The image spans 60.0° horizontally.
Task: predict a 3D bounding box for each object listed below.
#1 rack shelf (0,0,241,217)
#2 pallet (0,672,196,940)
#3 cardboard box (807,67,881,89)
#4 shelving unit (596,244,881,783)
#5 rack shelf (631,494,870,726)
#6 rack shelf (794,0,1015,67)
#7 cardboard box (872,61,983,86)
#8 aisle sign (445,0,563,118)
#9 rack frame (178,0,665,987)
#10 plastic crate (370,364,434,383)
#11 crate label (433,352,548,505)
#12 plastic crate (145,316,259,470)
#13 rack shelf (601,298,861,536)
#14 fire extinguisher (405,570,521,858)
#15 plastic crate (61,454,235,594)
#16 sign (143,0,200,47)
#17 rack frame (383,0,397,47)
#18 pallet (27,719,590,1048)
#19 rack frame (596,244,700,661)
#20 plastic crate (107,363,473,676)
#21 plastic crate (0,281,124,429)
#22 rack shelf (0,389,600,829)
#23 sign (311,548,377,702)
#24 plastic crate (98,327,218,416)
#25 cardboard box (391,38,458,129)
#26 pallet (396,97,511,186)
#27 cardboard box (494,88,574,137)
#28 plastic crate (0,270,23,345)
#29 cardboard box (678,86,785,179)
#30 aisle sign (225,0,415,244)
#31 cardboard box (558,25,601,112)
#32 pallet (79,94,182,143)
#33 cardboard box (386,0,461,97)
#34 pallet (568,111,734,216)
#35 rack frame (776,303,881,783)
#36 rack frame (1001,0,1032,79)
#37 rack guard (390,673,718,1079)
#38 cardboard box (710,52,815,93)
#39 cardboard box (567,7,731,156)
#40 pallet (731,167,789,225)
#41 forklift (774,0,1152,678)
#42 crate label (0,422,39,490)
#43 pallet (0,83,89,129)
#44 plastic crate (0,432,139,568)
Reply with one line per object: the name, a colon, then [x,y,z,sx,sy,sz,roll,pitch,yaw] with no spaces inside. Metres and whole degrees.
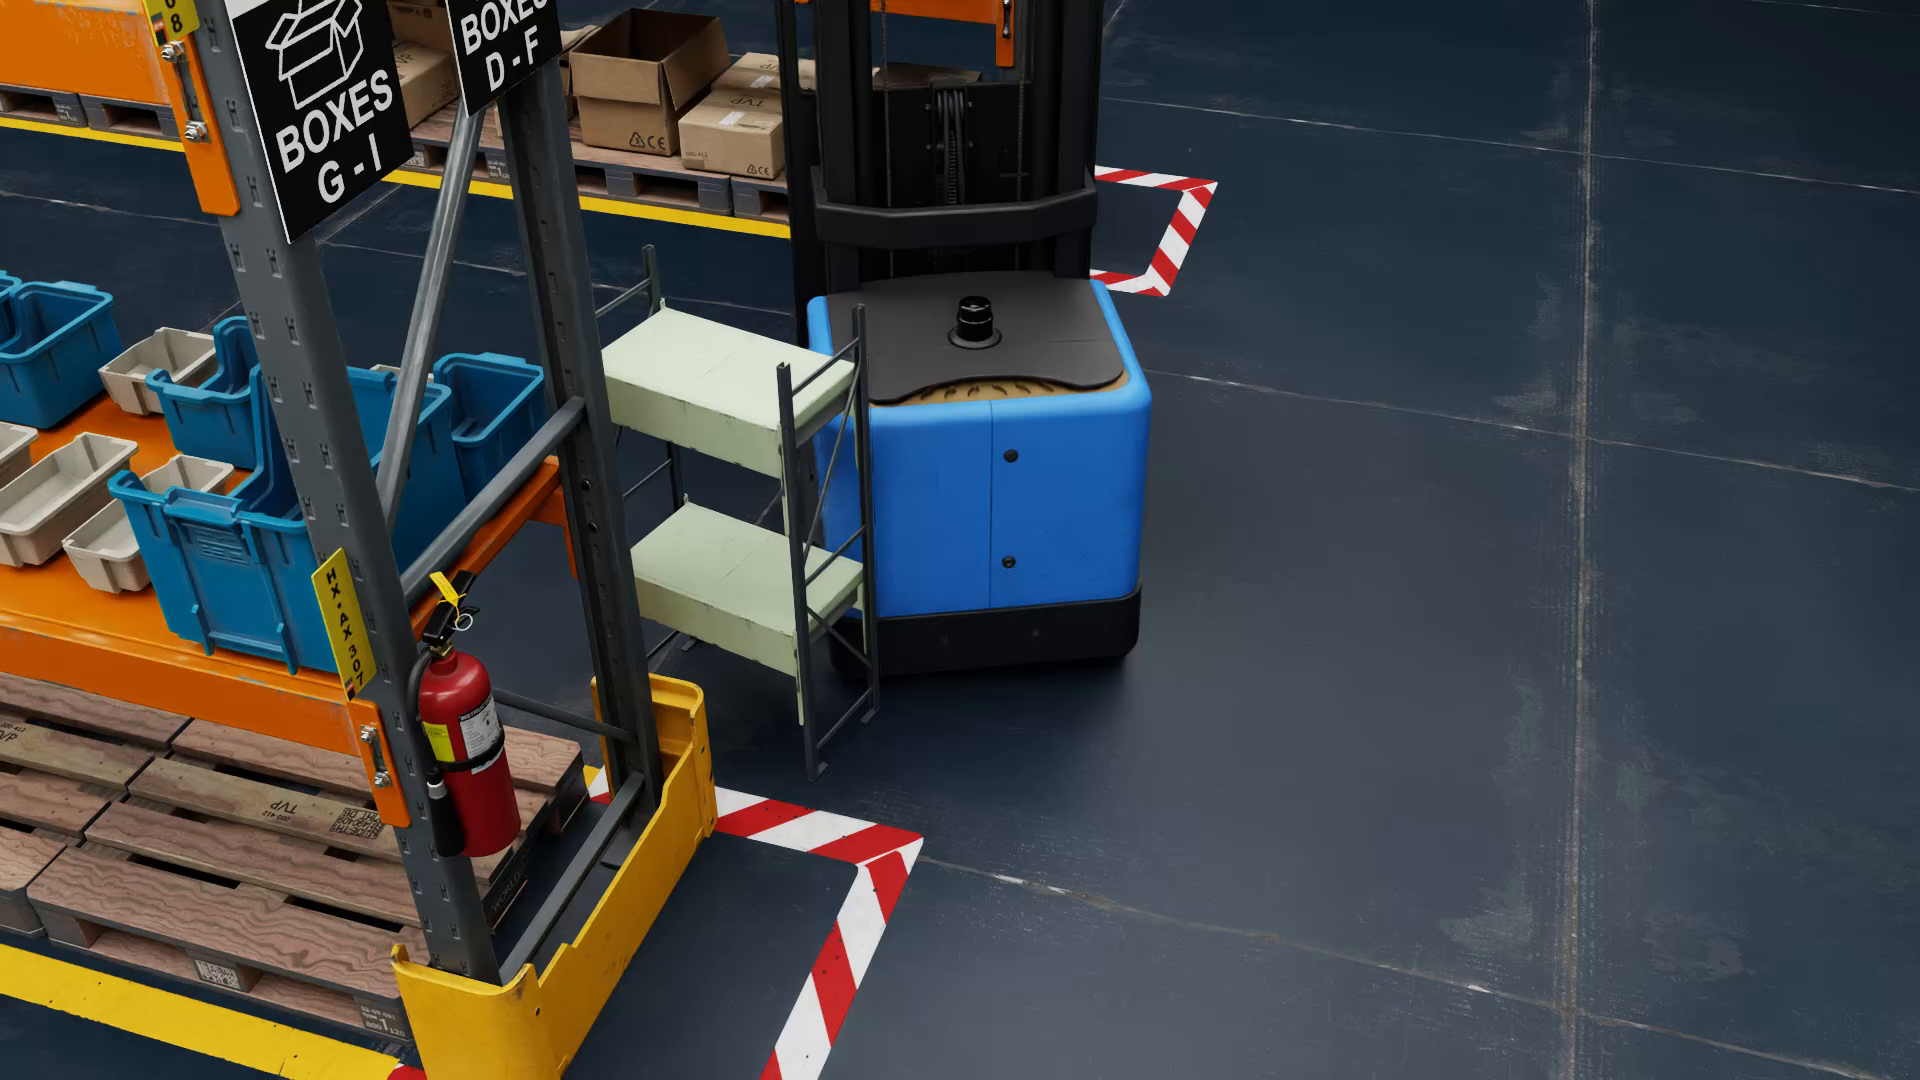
rack shelf: [-2.998,-1.347,3.626,4.000,0.370,1.077,10,38,14]
pallet: [-3.025,0.663,5.171,1.213,0.211,1.003,10,38,14]
cardboard box: [-0.520,-2.292,8.782,0.500,0.250,0.500,10,38,14]
shelving unit: [-0.689,-0.055,5.059,0.755,1.500,0.431,19,40,24]
rack shelf: [-0.689,0.208,5.253,0.720,0.370,0.431,19,40,24]
rack shelf: [-1.517,-2.941,8.322,4.000,0.370,1.077,10,38,14]
cardboard box: [-0.200,-2.004,8.180,0.500,0.500,0.500,10,38,14]
aisle sign: [-0.931,-1.278,3.262,0.004,0.787,0.394,10,38,14]
rack frame: [-1.089,-0.075,3.822,0.127,3.000,1.000,10,38,14]
plastic crate: [-1.507,-0.327,4.335,0.298,0.136,0.250,10,38,14]
crate label: [-1.226,-0.262,4.166,0.303,0.233,0.416,10,38,14]
plastic crate: [-1.854,-0.378,4.324,0.300,0.233,0.416,10,38,14]
rack shelf: [-0.689,-0.369,4.828,0.720,0.370,0.431,19,40,24]
fire extinguisher: [-1.080,0.390,3.570,0.183,0.674,0.296,10,38,14]
plastic crate: [-1.921,-0.035,3.939,0.243,0.136,0.396,10,38,14]
sign: [-1.237,-0.927,2.537,0.005,0.325,0.100,10,38,14]
rack frame: [-3.426,-3.584,8.589,0.127,3.000,1.000,10,38,14]
pallet: [-1.864,0.880,4.876,1.213,0.211,1.003,10,38,14]
rack frame: [-1.007,-0.163,5.206,0.023,1.500,0.400,19,40,24]
plastic crate: [-1.464,-0.067,3.730,0.499,0.435,0.616,10,38,14]
plastic crate: [-2.483,-0.495,4.482,0.300,0.233,0.416,10,38,14]
rack shelf: [-2.998,-0.139,4.515,4.000,0.370,1.077,10,38,14]
sign: [-1.237,0.173,3.347,0.005,0.325,0.100,10,38,14]
plastic crate: [-2.155,-0.447,4.498,0.298,0.136,0.250,10,38,14]
cardboard box: [-3.090,-2.482,8.989,0.500,0.311,0.500,10,38,14]
pallet: [-2.771,-2.339,9.250,1.213,0.211,1.003,10,38,14]
cardboard box: [-2.261,-2.277,8.832,0.250,0.166,0.380,10,38,14]
plastic crate: [-2.769,-0.548,4.554,0.300,0.233,0.416,10,38,14]
cardboard box: [-1.098,-2.089,8.506,0.500,0.250,0.500,10,38,14]
aisle sign: [-1.107,-0.944,2.809,0.004,0.787,0.394,10,38,14]
cardboard box: [-2.082,-2.606,9.157,0.500,0.311,0.500,10,38,14]
pallet: [-4.214,-2.584,9.582,1.213,0.211,1.003,10,38,14]
cardboard box: [-2.798,-2.815,9.281,0.500,0.500,0.500,10,38,14]
pallet: [-1.602,-2.125,8.959,1.213,0.211,1.003,10,38,14]
rack frame: [-0.371,0.053,4.913,0.023,1.500,0.400,19,40,24]
rack frame: [0.392,-2.877,7.629,0.127,3.000,1.000,10,38,14]
rack guard: [-1.062,0.928,4.567,0.348,0.500,1.175,10,38,14]
cardboard box: [-0.997,-2.380,8.902,0.500,0.250,0.500,10,38,14]
cardboard box: [-1.631,-2.427,8.752,0.637,0.503,0.797,10,38,14]
pallet: [-0.442,-1.908,8.664,1.213,0.211,1.003,10,38,14]
forklift: [-0.101,-1.588,5.935,1.130,2.935,3.031,-5,37,-6]
crate label: [-2.466,-0.130,4.068,0.243,0.136,0.396,10,38,14]
pallet: [-5.382,-2.798,9.874,1.213,0.211,1.003,10,38,14]
plastic crate: [-2.193,-0.094,4.020,0.243,0.136,0.396,10,38,14]
